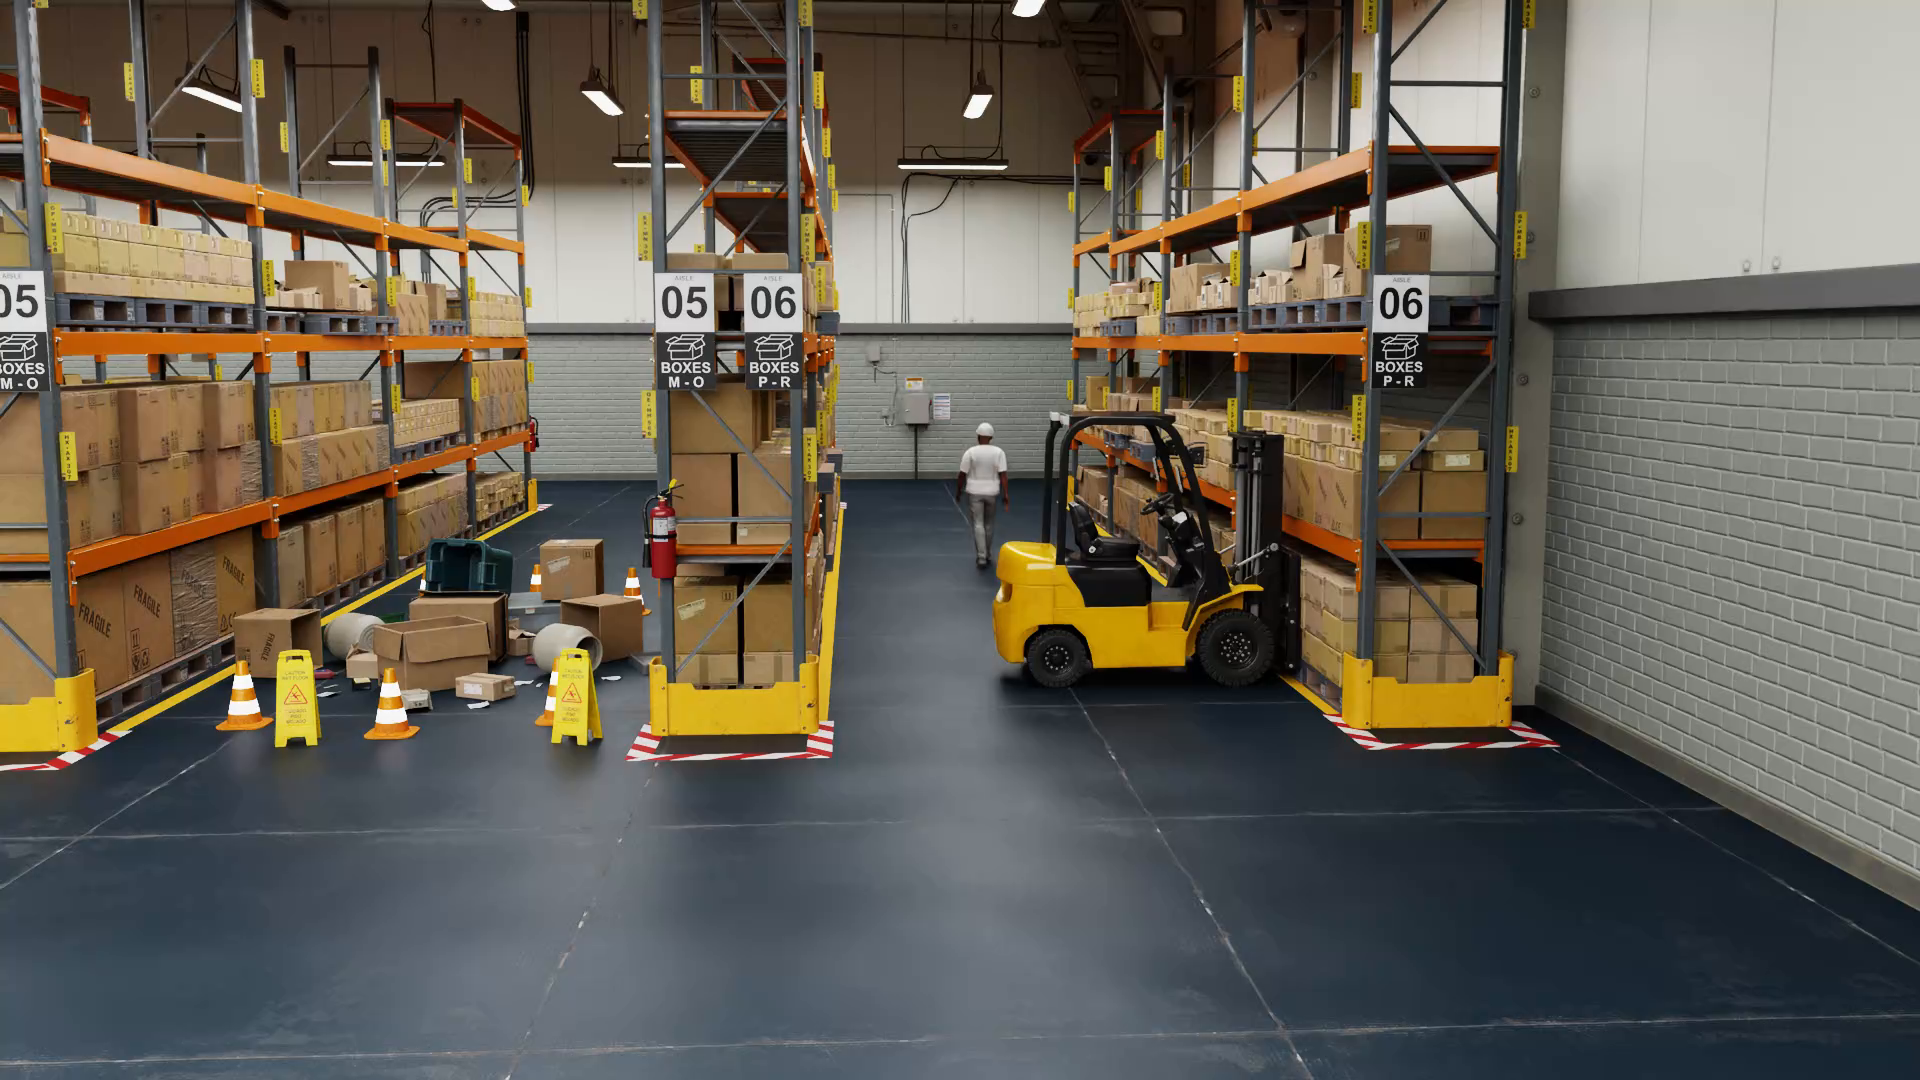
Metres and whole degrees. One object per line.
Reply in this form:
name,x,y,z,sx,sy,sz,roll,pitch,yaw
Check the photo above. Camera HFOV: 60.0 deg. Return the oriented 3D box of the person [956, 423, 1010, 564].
person,0.258,-0.597,20.541,0.612,1.710,0.989,-1,7,-12
